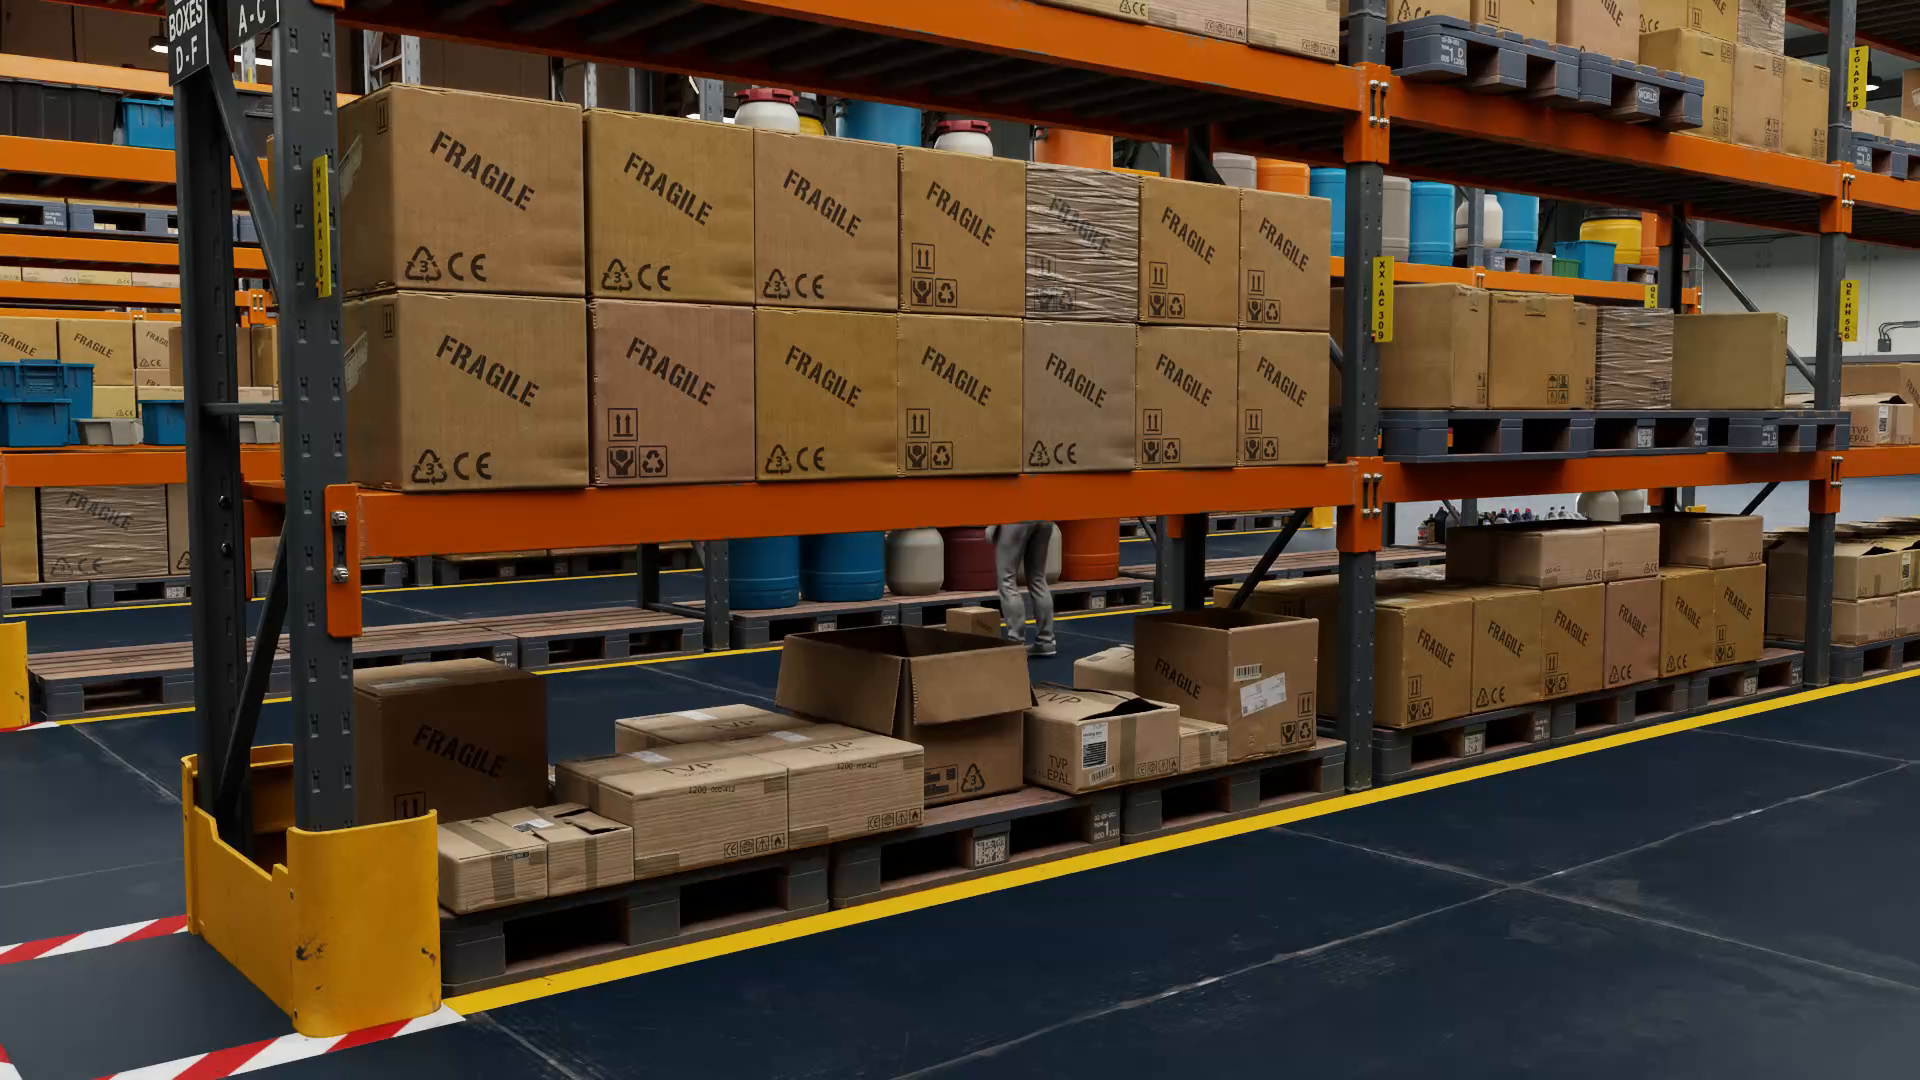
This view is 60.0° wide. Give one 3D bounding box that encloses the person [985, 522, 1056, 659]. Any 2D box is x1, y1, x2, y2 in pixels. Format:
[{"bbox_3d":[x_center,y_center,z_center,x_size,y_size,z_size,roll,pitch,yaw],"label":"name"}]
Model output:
[{"bbox_3d":[0.374,-0.100,10.121,0.475,1.660,0.327,-3,6,-38],"label":"person"}]
